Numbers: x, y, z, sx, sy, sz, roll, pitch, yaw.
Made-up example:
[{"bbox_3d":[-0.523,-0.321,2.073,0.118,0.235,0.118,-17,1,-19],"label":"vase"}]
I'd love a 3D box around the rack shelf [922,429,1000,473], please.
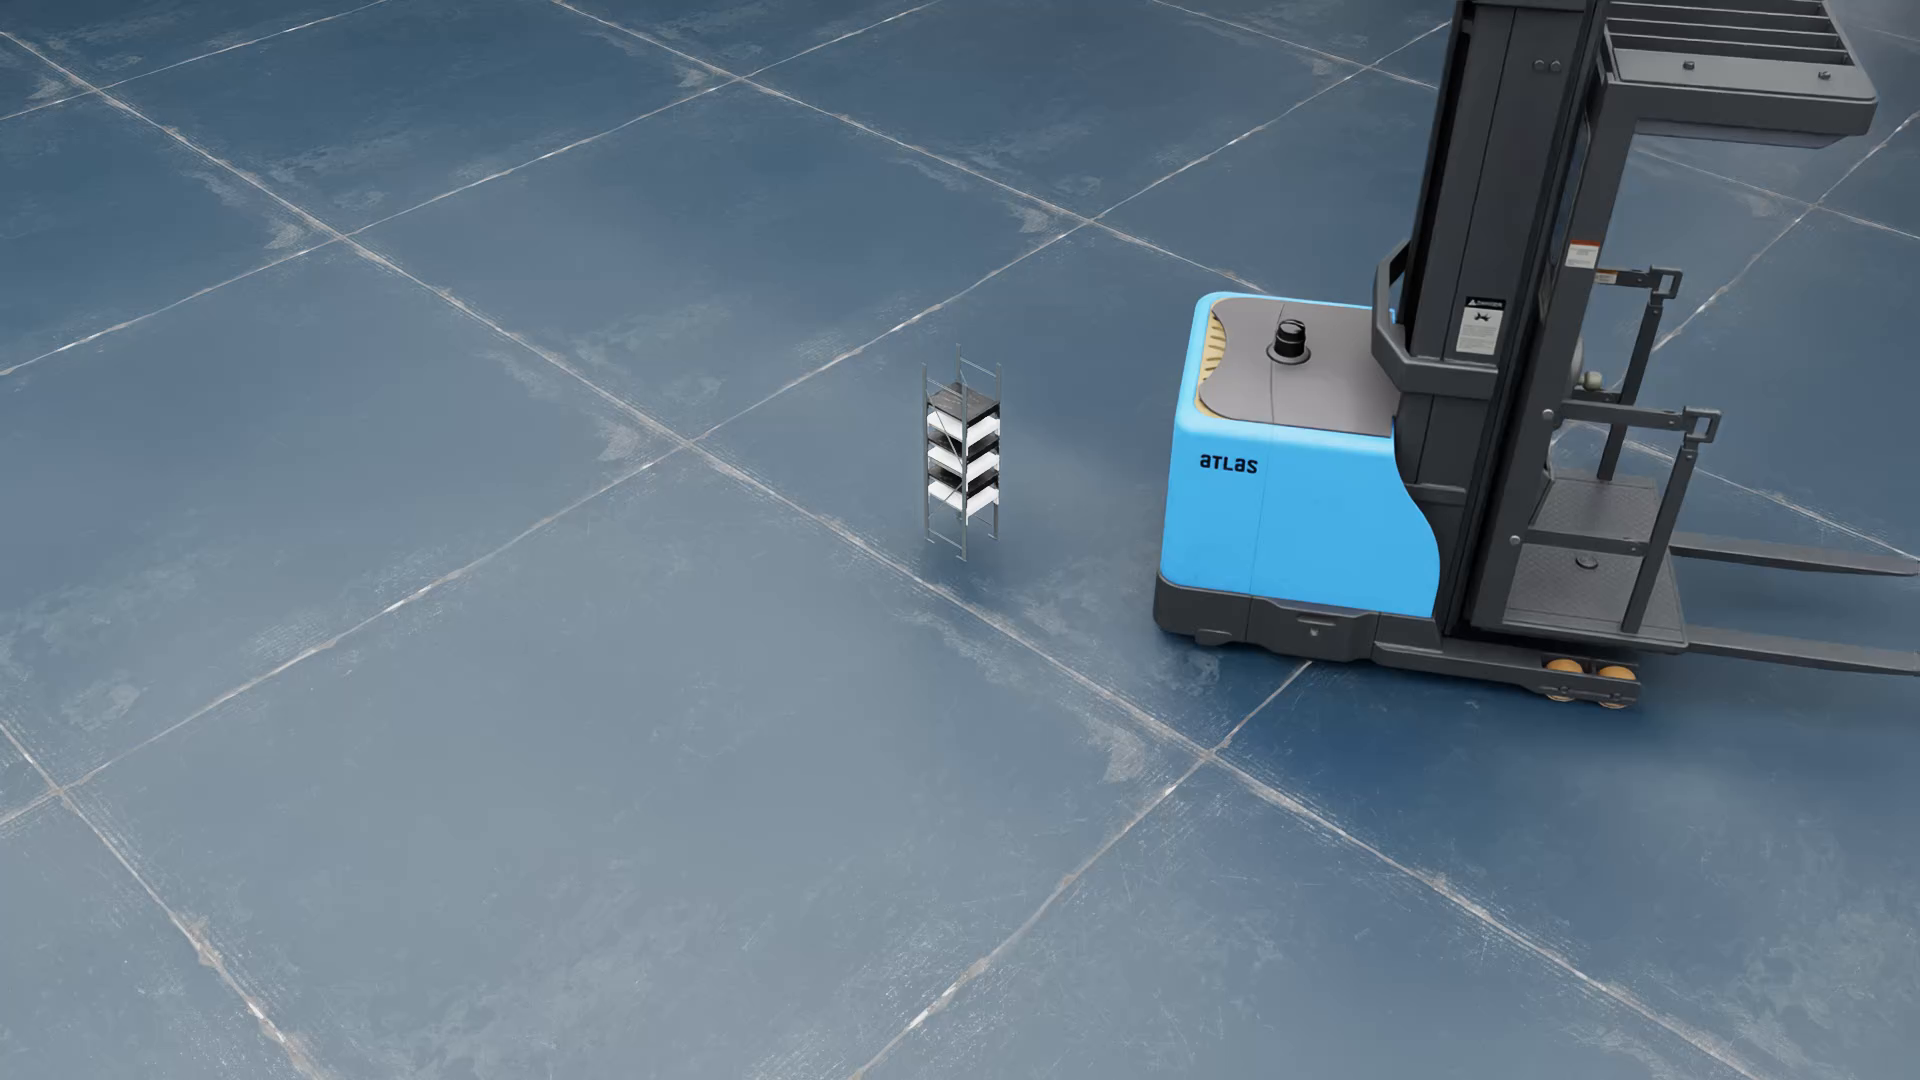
[{"bbox_3d":[0.005,-0.400,6.939,0.258,0.077,0.200,30,47,32],"label":"rack shelf"}]

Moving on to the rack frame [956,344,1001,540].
[{"bbox_3d":[0.074,-0.403,7.033,0.240,0.900,0.006,30,47,32],"label":"rack frame"}]

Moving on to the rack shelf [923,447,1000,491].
[{"bbox_3d":[0.005,-0.330,6.995,0.258,0.077,0.200,30,47,32],"label":"rack shelf"}]

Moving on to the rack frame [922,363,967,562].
[{"bbox_3d":[-0.063,-0.309,6.916,0.240,0.900,0.006,30,47,32],"label":"rack frame"}]

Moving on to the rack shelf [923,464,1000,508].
[{"bbox_3d":[0.005,-0.259,7.051,0.258,0.077,0.200,30,47,32],"label":"rack shelf"}]

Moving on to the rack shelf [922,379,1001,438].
[{"bbox_3d":[0.005,-0.541,6.827,0.258,0.077,0.200,30,47,32],"label":"rack shelf"}]

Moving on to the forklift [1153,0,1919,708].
[{"bbox_3d":[2.352,-0.859,5.975,3.031,2.935,1.130,7,39,9],"label":"forklift"}]

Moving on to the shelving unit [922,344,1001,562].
[{"bbox_3d":[0.005,-0.356,6.975,0.258,0.900,0.210,30,47,32],"label":"shelving unit"}]

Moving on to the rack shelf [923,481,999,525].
[{"bbox_3d":[0.005,-0.189,7.107,0.258,0.077,0.200,30,47,32],"label":"rack shelf"}]

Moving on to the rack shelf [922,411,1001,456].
[{"bbox_3d":[0.005,-0.471,6.883,0.258,0.077,0.200,30,47,32],"label":"rack shelf"}]
